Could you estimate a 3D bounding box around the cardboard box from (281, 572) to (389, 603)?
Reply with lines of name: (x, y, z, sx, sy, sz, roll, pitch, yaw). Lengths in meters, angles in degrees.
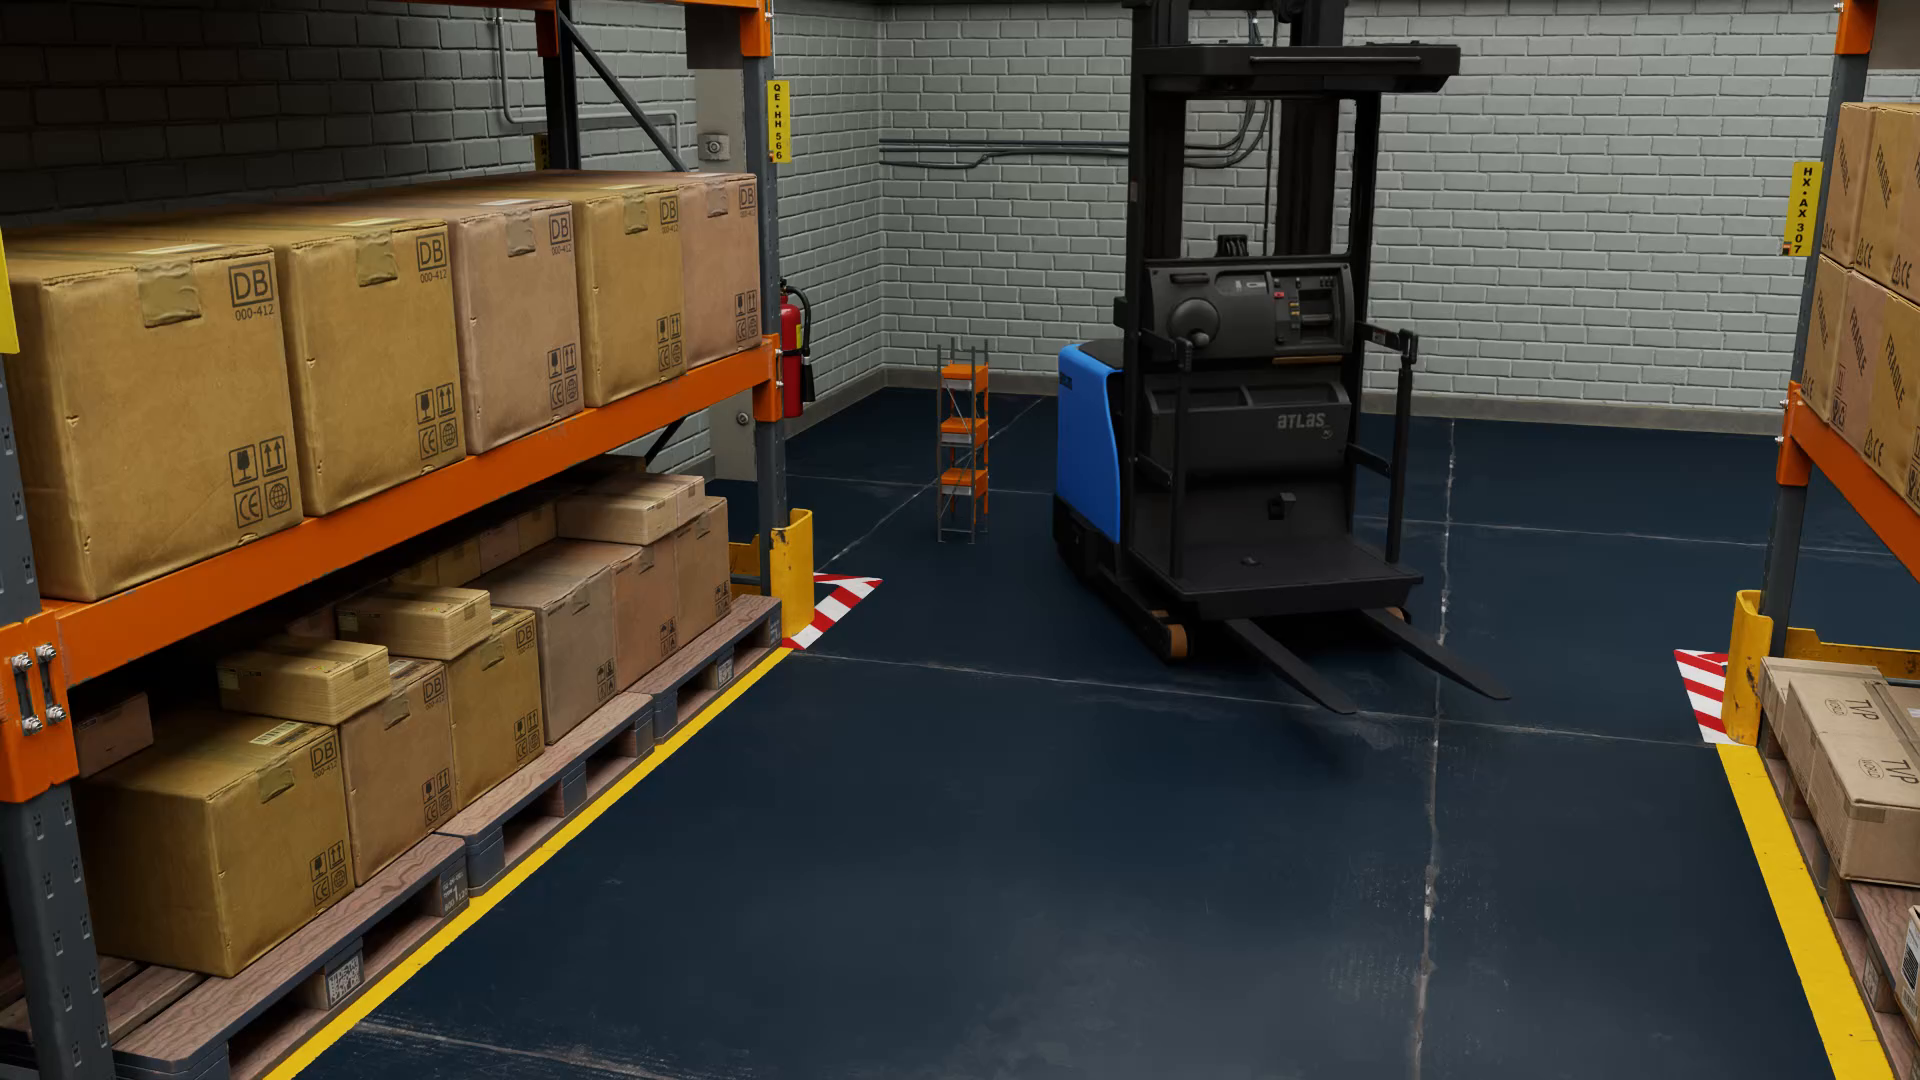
cardboard box: (-2.024, 0.207, 5.224, 0.380, 0.149, 0.250, 5, 17, 16)

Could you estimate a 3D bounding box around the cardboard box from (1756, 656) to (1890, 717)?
cardboard box: (3.041, 0.536, 5.860, 0.380, 0.149, 0.250, 5, 16, 16)

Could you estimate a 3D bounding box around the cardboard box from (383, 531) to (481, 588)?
cardboard box: (-1.879, 0.073, 5.696, 0.380, 0.149, 0.250, 5, 17, 16)

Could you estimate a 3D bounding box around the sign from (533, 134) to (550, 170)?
sign: (-1.792, -1.589, 7.202, 0.100, 0.325, 0.005, 5, 16, 16)

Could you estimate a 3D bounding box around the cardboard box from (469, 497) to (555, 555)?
cardboard box: (-1.735, -0.060, 6.168, 0.380, 0.149, 0.250, 5, 17, 16)

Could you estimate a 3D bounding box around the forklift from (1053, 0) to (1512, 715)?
forklift: (1.320, -1.007, 7.009, 1.130, 2.935, 3.031, -4, 16, -13)

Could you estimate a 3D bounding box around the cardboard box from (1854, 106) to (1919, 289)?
cardboard box: (2.969, -1.003, 4.851, 0.500, 0.500, 0.500, 5, 17, 16)

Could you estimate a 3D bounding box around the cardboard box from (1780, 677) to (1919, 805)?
cardboard box: (2.921, 0.656, 5.253, 0.500, 0.250, 0.500, 5, 16, 16)

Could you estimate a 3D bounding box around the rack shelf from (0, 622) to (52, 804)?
rack shelf: (-2.966, 0.826, 1.738, 1.077, 0.370, 4.000, 5, 16, 16)

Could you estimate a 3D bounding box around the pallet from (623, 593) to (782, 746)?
pallet: (-1.413, 0.467, 6.795, 1.003, 0.211, 1.213, 5, 16, 16)

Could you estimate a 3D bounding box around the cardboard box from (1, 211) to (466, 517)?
cardboard box: (-2.015, -0.519, 4.611, 0.980, 0.700, 0.700, 4, 16, 14)

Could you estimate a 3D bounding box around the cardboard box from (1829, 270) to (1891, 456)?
cardboard box: (2.969, -0.523, 4.995, 0.500, 0.500, 0.500, 4, 16, 15)

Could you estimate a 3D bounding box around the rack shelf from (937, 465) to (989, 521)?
rack shelf: (0.015, -0.242, 8.814, 0.215, 0.259, 0.240, 5, 16, 16)

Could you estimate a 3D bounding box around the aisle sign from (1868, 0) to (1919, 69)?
aisle sign: (3.227, -1.998, 5.611, 0.394, 0.787, 0.004, 5, 16, 16)

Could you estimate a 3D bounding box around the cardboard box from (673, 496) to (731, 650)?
cardboard box: (-1.364, 0.102, 6.784, 0.700, 0.500, 0.500, 5, 16, 16)

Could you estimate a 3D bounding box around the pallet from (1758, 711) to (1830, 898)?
pallet: (3.242, 0.864, 5.398, 1.003, 0.211, 1.213, 5, 16, 16)

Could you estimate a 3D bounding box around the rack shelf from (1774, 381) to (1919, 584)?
rack shelf: (2.921, 0.163, 4.076, 1.077, 0.370, 4.000, 5, 16, 16)

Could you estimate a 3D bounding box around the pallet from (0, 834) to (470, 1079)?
pallet: (-2.107, 1.106, 4.545, 1.003, 0.211, 1.213, 5, 16, 16)

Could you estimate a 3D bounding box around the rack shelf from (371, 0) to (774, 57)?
rack shelf: (-1.830, -1.663, 5.018, 1.077, 0.370, 4.000, 5, 16, 16)

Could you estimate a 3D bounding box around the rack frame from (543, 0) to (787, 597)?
rack frame: (-1.261, -1.090, 7.174, 1.000, 3.000, 0.127, 5, 16, 16)

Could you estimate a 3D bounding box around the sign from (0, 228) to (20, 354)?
sign: (-1.875, -0.522, 3.198, 0.100, 0.325, 0.005, 5, 16, 16)

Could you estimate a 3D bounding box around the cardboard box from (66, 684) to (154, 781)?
cardboard box: (-2.319, 0.480, 4.262, 0.380, 0.149, 0.250, 5, 16, 16)

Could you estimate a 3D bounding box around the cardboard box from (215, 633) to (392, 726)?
cardboard box: (-1.815, 0.382, 4.607, 0.380, 0.149, 0.250, 5, 17, 18)

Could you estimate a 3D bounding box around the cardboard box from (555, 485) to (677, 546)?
cardboard box: (-1.298, -0.096, 6.292, 0.380, 0.149, 0.250, 5, 17, 17)

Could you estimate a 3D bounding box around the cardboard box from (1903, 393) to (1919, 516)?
cardboard box: (2.680, -0.262, 4.072, 0.500, 0.500, 0.500, 5, 17, 17)

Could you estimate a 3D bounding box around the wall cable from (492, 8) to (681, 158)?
wall cable: (-1.804, -1.987, 8.475, 0.084, 1.984, 1.851, 5, 16, 16)

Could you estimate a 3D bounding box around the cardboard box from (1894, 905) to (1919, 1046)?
cardboard box: (2.456, 1.055, 3.735, 0.500, 0.311, 0.500, 5, 16, 16)

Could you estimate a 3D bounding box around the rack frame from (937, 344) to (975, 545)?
rack frame: (-0.019, -0.487, 8.623, 0.200, 1.050, 0.008, 5, 16, 16)

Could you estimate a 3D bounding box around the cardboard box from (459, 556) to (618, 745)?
cardboard box: (-1.649, 0.364, 5.859, 0.700, 0.500, 0.500, 4, 16, 14)

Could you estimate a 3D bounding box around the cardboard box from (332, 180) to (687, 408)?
cardboard box: (-1.593, -0.908, 5.985, 0.980, 0.700, 0.700, 4, 16, 15)

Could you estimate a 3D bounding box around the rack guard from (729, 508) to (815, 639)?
rack guard: (-1.254, 0.107, 7.537, 1.175, 0.500, 0.348, 5, 16, 16)

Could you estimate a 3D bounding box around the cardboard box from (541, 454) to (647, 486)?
cardboard box: (-1.520, -0.258, 6.866, 0.380, 0.149, 0.250, 5, 17, 16)

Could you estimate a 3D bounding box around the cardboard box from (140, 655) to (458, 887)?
cardboard box: (-1.941, 0.639, 4.892, 0.700, 0.500, 0.500, 4, 16, 15)

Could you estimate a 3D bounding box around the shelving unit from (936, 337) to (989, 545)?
shelving unit: (0.015, -0.519, 8.735, 0.215, 1.050, 0.252, 5, 16, 16)
